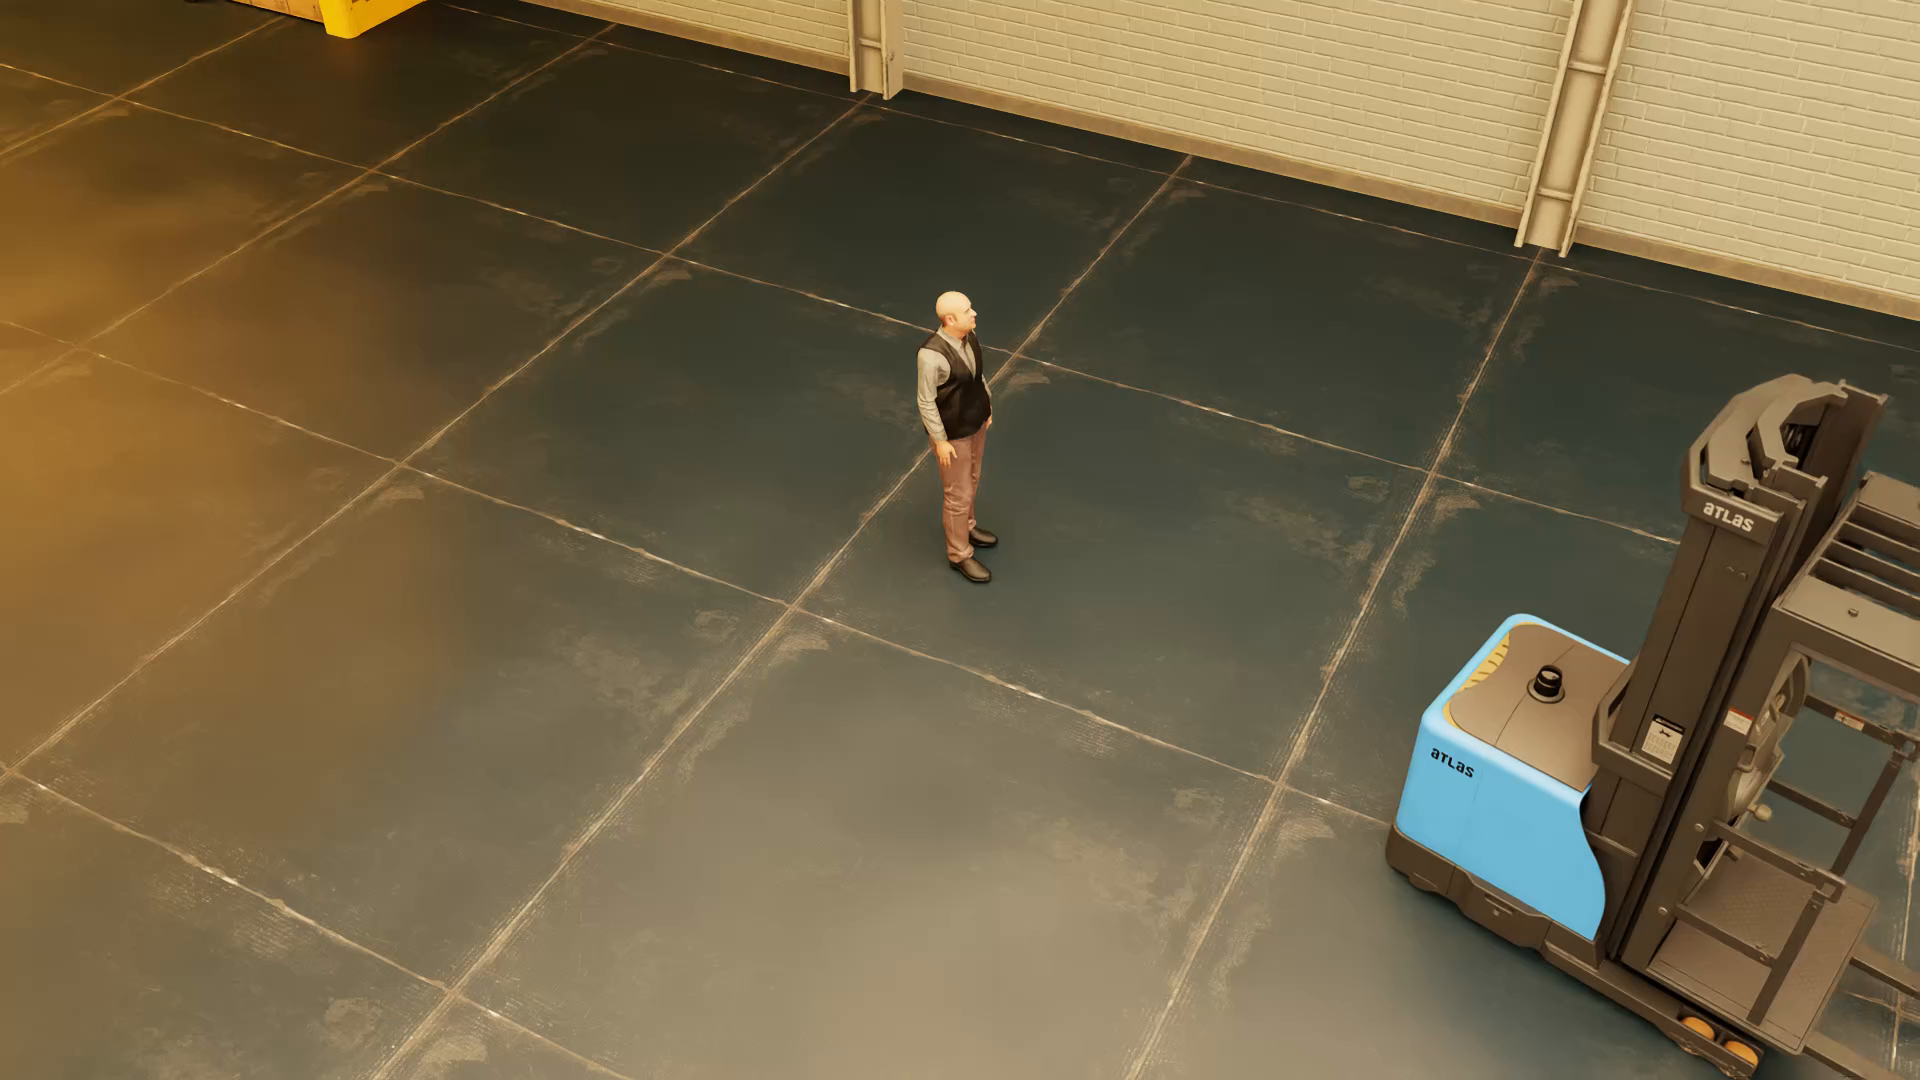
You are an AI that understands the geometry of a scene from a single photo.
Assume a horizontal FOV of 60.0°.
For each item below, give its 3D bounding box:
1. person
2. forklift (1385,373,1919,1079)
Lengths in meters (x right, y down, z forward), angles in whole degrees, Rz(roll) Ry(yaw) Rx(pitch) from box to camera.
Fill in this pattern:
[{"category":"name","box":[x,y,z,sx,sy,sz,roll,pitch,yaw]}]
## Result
[{"category":"person","box":[0.051,-0.641,9.675,0.568,1.720,0.632,18,43,21]},{"category":"forklift","box":[3.566,0.890,6.929,3.031,2.935,1.130,29,48,30]}]
